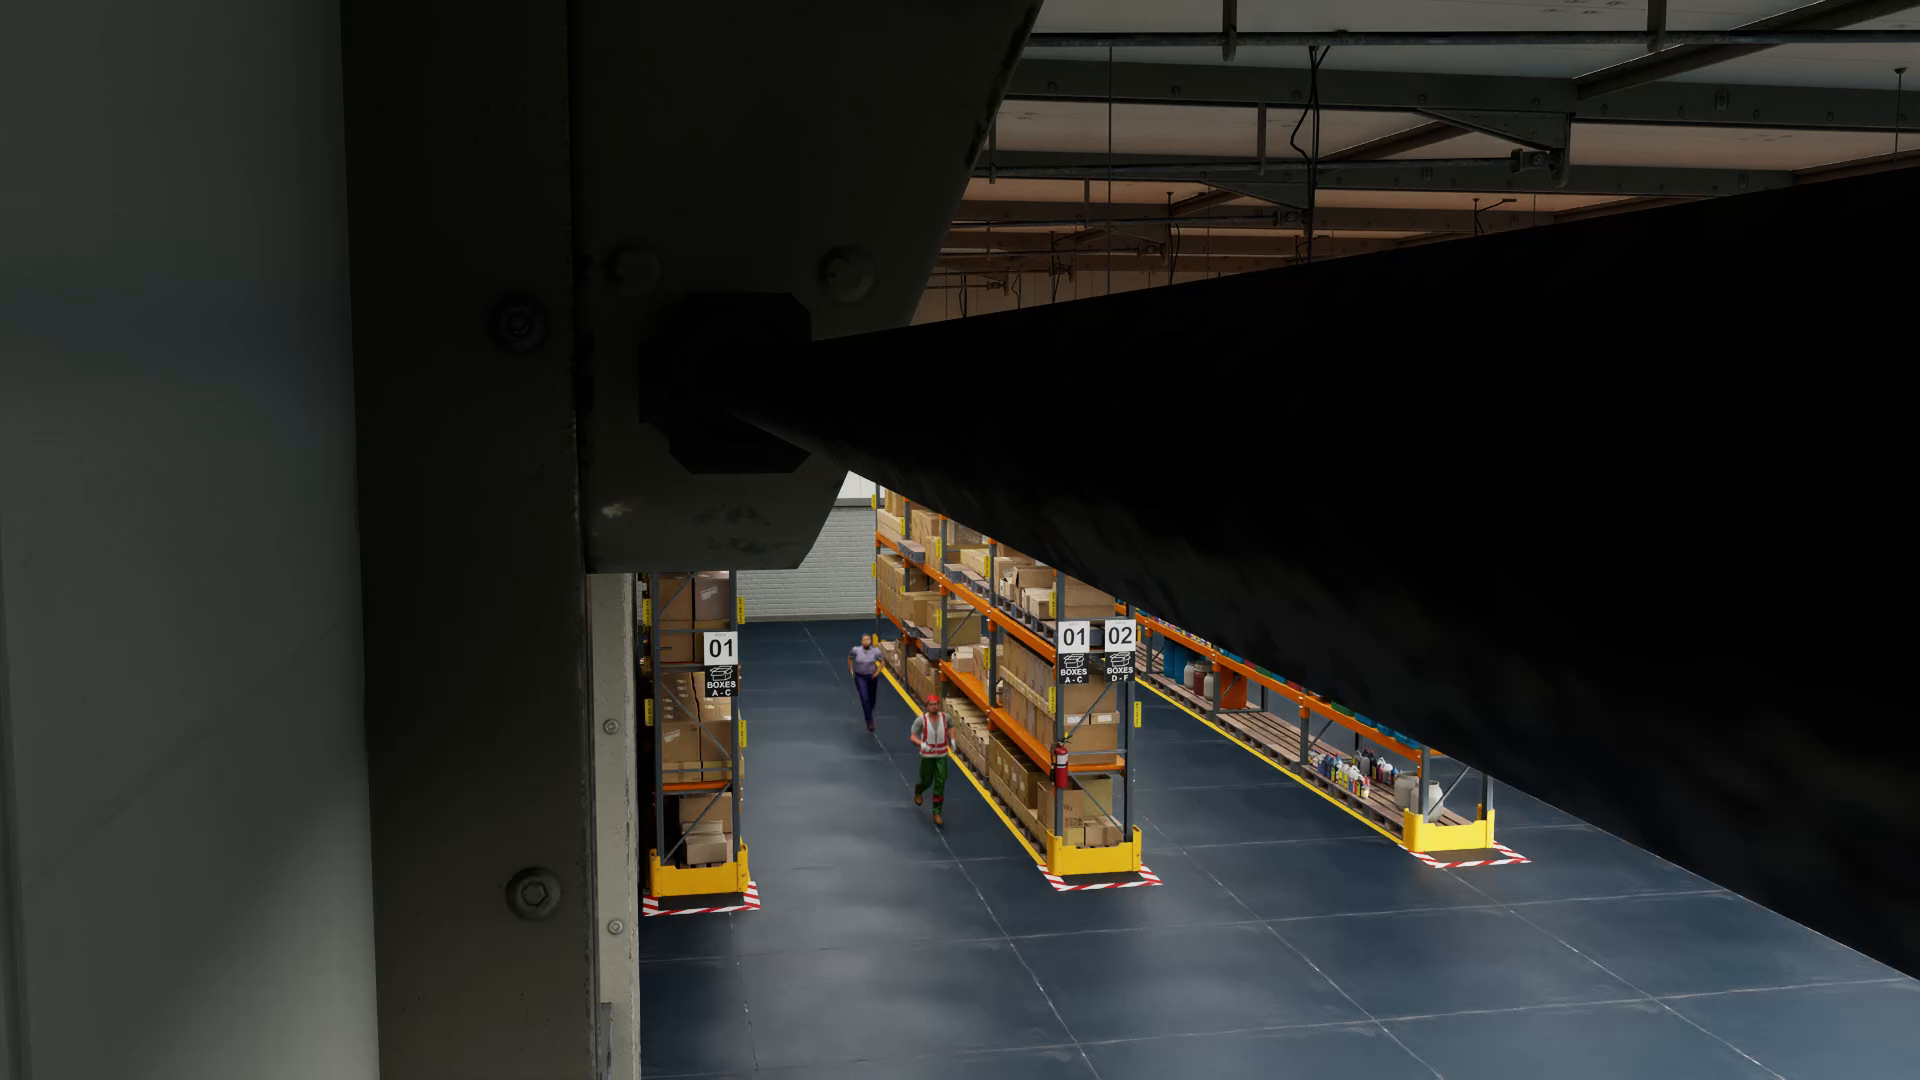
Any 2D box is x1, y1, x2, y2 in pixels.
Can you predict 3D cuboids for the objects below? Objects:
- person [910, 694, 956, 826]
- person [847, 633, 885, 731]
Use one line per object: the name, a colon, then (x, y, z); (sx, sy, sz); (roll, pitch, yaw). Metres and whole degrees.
person: (-0.379, 3.045, 23.458); (0.668, 1.785, 0.946); (-1, 6, -12)
person: (-1.588, 2.390, 28.259); (0.630, 1.644, 0.847); (-1, 6, -9)
